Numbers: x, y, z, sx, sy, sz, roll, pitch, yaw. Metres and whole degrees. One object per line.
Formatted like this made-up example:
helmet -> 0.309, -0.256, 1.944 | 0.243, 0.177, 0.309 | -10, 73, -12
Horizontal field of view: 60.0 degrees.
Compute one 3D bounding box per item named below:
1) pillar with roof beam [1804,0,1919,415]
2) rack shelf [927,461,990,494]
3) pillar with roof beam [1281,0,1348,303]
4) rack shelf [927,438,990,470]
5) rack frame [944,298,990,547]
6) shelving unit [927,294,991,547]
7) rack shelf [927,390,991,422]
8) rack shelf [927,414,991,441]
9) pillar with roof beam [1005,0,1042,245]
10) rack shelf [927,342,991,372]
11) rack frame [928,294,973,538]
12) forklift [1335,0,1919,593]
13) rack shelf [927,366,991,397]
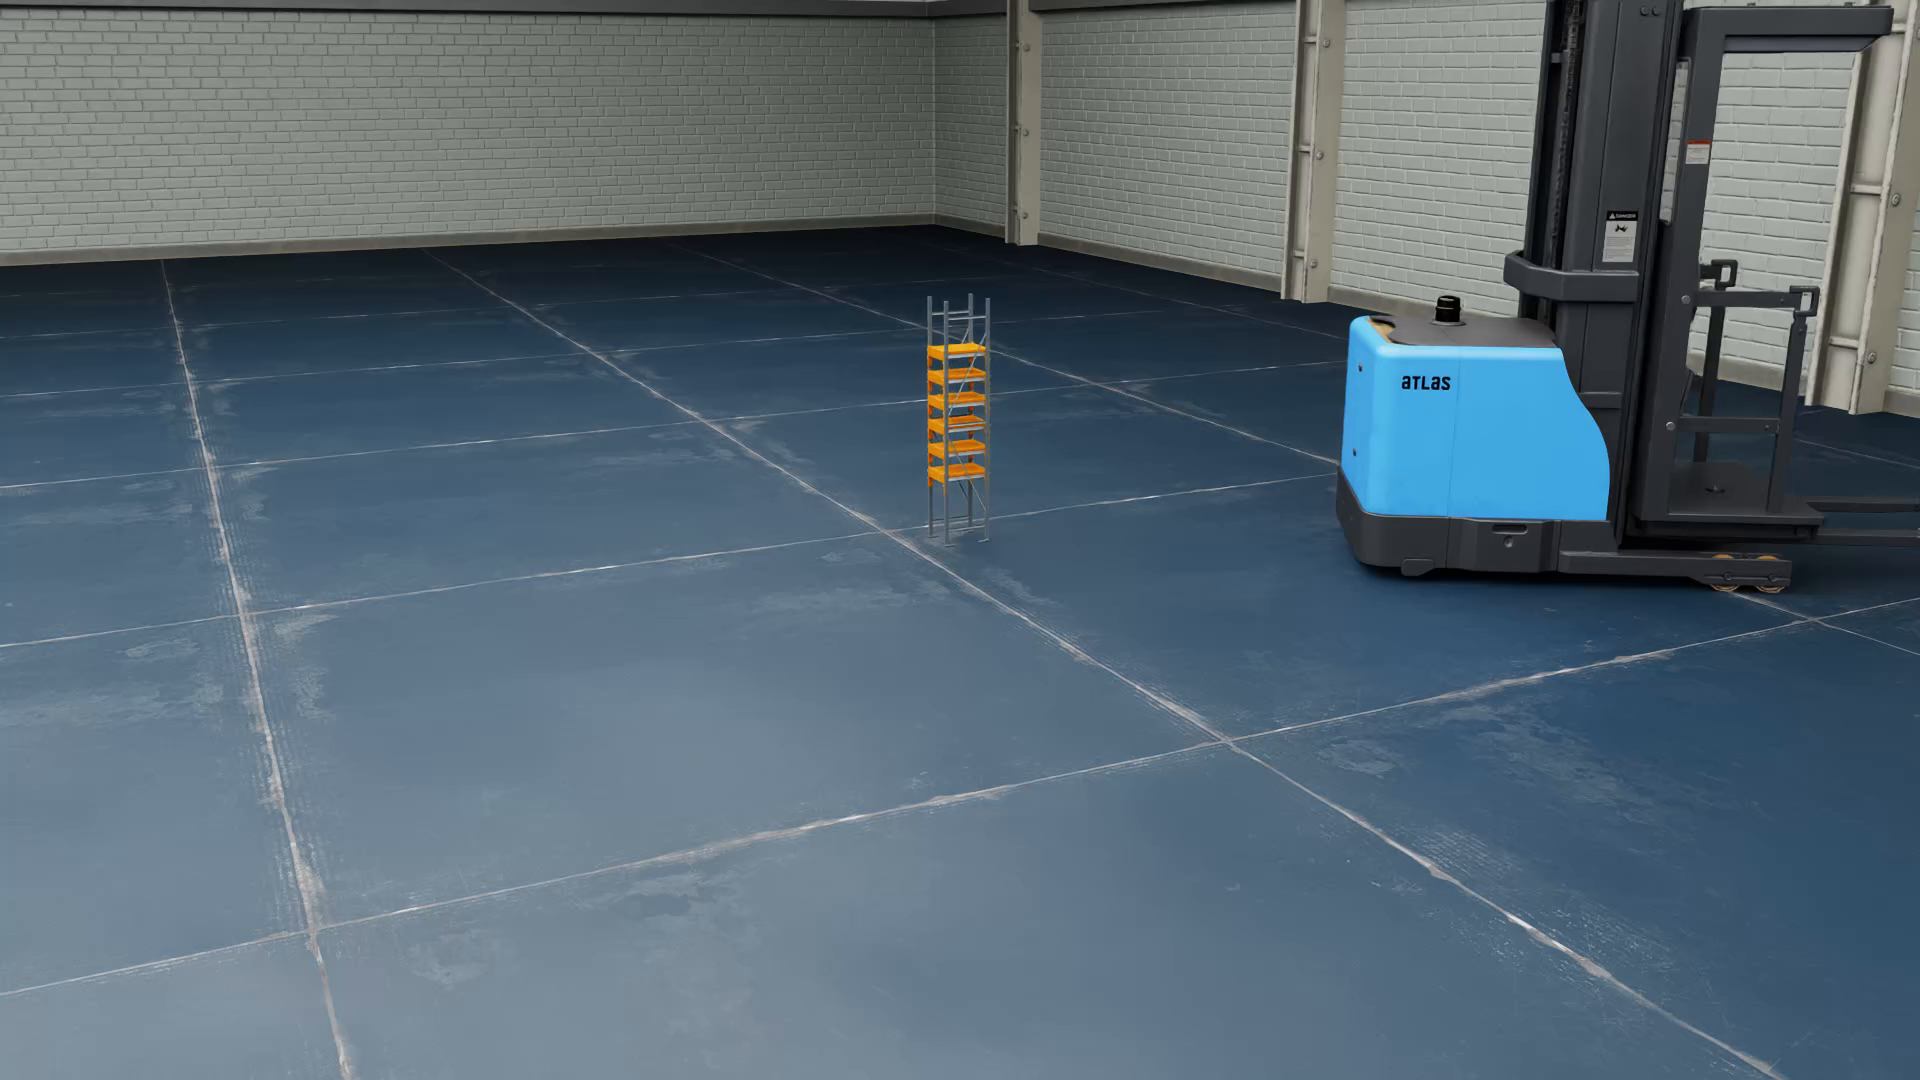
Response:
pillar with roof beam -> 2.202, -4.715, 8.366 | 9.100, 9.000, 0.400 | -8, 18, -25
rack shelf -> -0.006, -0.307, 8.176 | 0.258, 0.103, 0.180 | -8, 18, -25
pillar with roof beam -> -0.426, -6.203, 13.551 | 9.100, 9.000, 0.400 | -8, 18, -25
rack shelf -> -0.006, -0.422, 8.143 | 0.258, 0.103, 0.180 | -8, 18, -25
rack frame -> 0.034, -0.558, 8.019 | 0.240, 1.200, 0.006 | -8, 18, -25
shelving unit -> -0.006, -0.580, 8.098 | 0.258, 1.200, 0.189 | -8, 18, -25
rack shelf -> -0.006, -0.653, 8.077 | 0.258, 0.103, 0.180 | -8, 18, -25
rack shelf -> -0.006, -0.538, 8.110 | 0.258, 0.103, 0.180 | -8, 18, -25
pillar with roof beam -> -3.055, -7.690, 18.735 | 9.100, 9.000, 0.400 | -8, 18, -25
rack shelf -> -0.006, -0.884, 8.011 | 0.258, 0.103, 0.180 | -8, 18, -25
rack frame -> -0.046, -0.603, 8.177 | 0.240, 1.200, 0.006 | -8, 18, -25
forklift -> 3.384, -1.325, 7.554 | 3.031, 2.935, 1.130 | 1, 16, 5
rack shelf -> -0.006, -0.768, 8.044 | 0.258, 0.103, 0.180 | -8, 18, -25
